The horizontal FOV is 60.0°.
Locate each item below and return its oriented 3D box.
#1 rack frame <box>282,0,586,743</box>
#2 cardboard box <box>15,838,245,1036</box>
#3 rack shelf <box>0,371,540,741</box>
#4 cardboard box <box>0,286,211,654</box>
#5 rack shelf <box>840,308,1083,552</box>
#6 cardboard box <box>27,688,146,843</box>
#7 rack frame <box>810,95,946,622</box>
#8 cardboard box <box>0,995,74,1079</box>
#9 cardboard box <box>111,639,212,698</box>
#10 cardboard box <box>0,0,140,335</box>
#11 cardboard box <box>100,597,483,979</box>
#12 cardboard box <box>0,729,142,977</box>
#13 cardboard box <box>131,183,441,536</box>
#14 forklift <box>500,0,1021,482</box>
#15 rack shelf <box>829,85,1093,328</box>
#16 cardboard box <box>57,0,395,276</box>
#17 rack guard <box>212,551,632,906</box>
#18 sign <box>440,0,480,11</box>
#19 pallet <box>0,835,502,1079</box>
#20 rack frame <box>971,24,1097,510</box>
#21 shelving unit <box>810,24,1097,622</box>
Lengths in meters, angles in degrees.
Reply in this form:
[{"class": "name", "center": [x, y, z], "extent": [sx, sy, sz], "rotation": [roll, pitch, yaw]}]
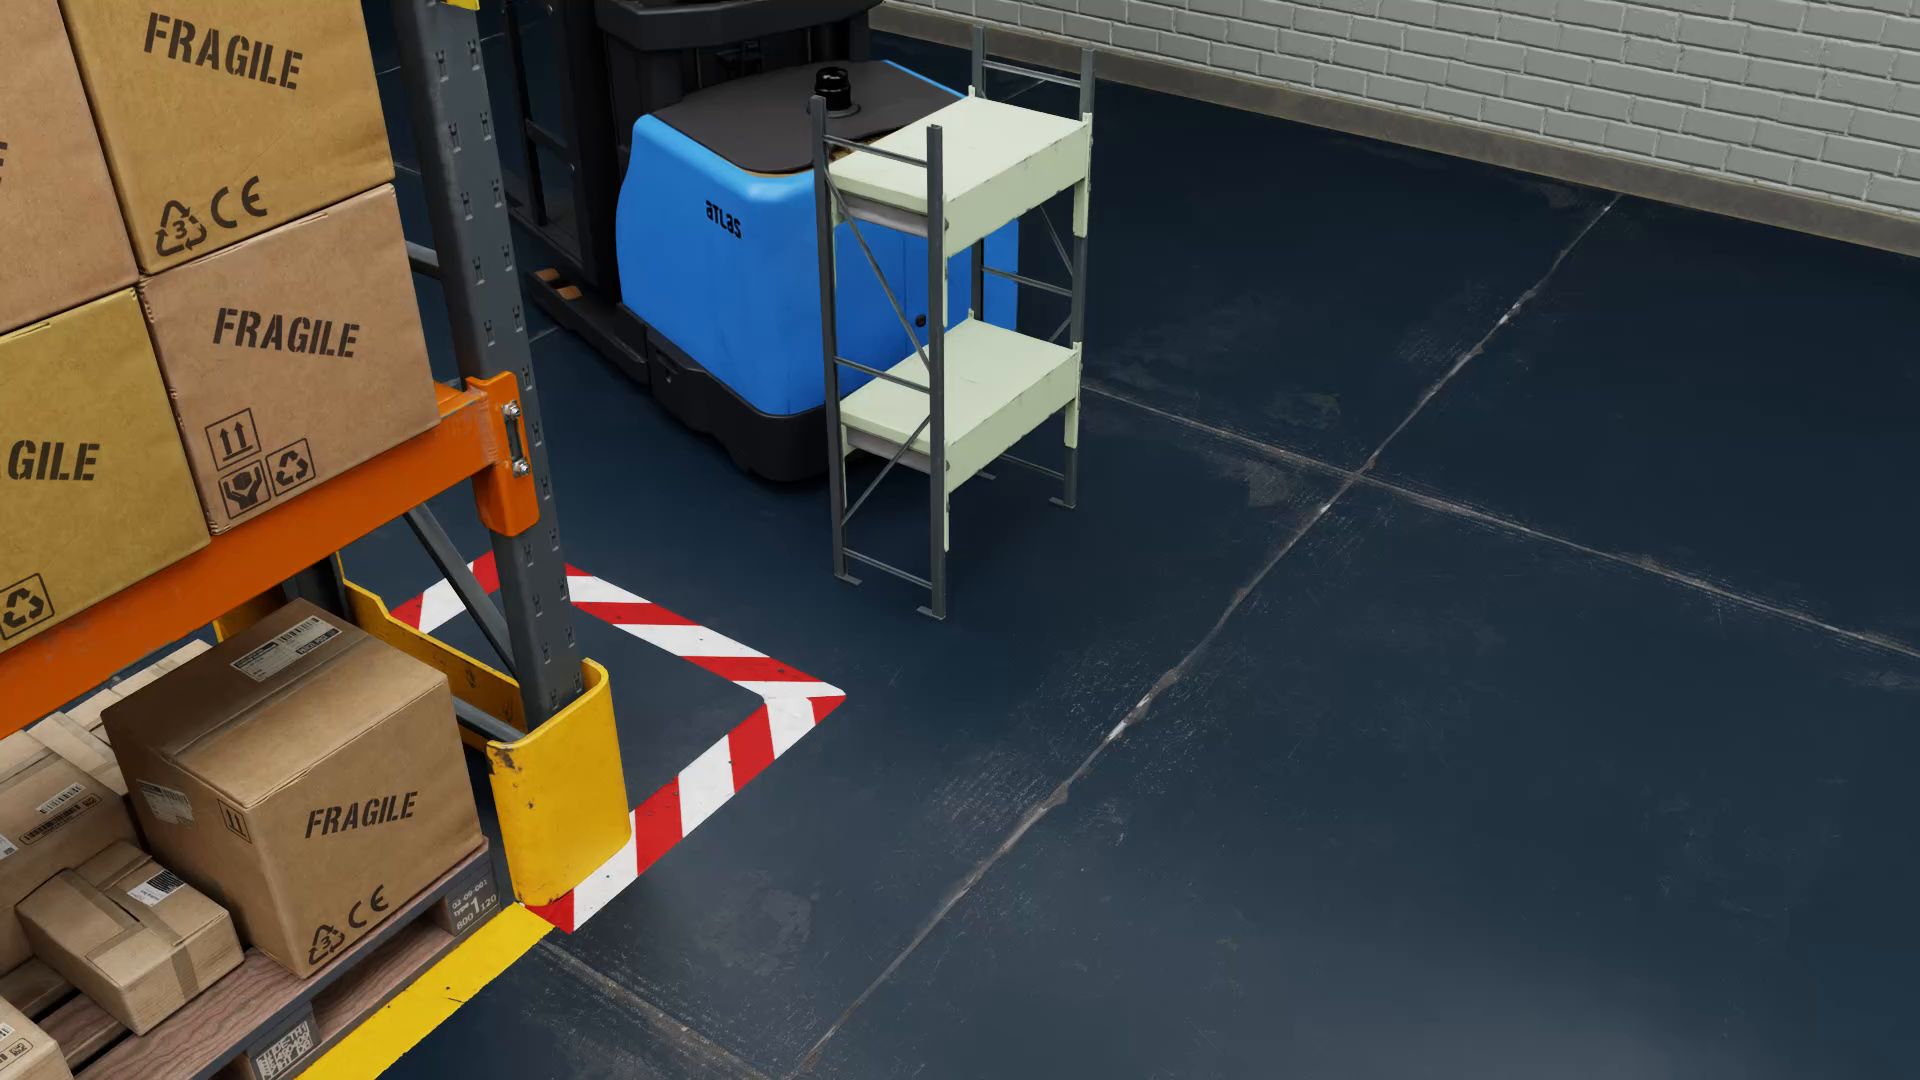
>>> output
[{"class": "rack frame", "center": [-1.331, -0.656, 3.542], "extent": [1.000, 3.000, 0.127], "rotation": [21, 39, 28]}, {"class": "cardboard box", "center": [-1.743, 0.822, 3.493], "extent": [0.380, 0.166, 0.250], "rotation": [21, 39, 28]}, {"class": "rack shelf", "center": [-2.471, 0.562, 2.383], "extent": [1.077, 0.370, 4.000], "rotation": [21, 39, 28]}, {"class": "cardboard box", "center": [-1.655, -0.165, 2.726], "extent": [0.500, 0.500, 0.500], "rotation": [22, 40, 29]}, {"class": "rack shelf", "center": [-0.004, -0.348, 5.008], "extent": [0.431, 0.370, 0.720], "rotation": [21, 39, 28]}, {"class": "cardboard box", "center": [-1.994, 0.533, 3.920], "extent": [0.380, 0.166, 0.250], "rotation": [21, 39, 28]}, {"class": "rack frame", "center": [-0.212, -0.450, 4.576], "extent": [0.400, 1.500, 0.023], "rotation": [21, 39, 28]}, {"class": "cardboard box", "center": [-2.005, 1.057, 3.071], "extent": [0.500, 0.250, 0.500], "rotation": [21, 39, 28]}, {"class": "cardboard box", "center": [-1.852, 0.426, 4.095], "extent": [0.380, 0.149, 0.250], "rotation": [21, 39, 28]}, {"class": "cardboard box", "center": [-1.646, -0.586, 2.457], "extent": [0.500, 0.500, 0.500], "rotation": [22, 40, 29]}, {"class": "cardboard box", "center": [-1.438, 0.526, 3.633], "extent": [0.500, 0.500, 0.500], "rotation": [21, 39, 28]}, {"class": "cardboard box", "center": [-2.159, 0.690, 3.613], "extent": [0.500, 0.250, 0.500], "rotation": [21, 39, 28]}, {"class": "cardboard box", "center": [-1.363, -0.404, 3.081], "extent": [0.500, 0.500, 0.500], "rotation": [23, 40, 30]}, {"class": "forklift", "center": [-1.060, -2.177, 5.853], "extent": [1.130, 2.935, 3.031], "rotation": [-22, 40, -29]}, {"class": "rack shelf", "center": [-0.004, -0.941, 4.607], "extent": [0.431, 0.370, 0.720], "rotation": [21, 39, 28]}, {"class": "cardboard box", "center": [-1.359, -0.819, 2.802], "extent": [0.500, 0.500, 0.500], "rotation": [21, 39, 28]}, {"class": "rack guard", "center": [-1.374, 0.414, 4.191], "extent": [1.175, 0.500, 0.348], "rotation": [21, 39, 28]}, {"class": "sign", "center": [-0.886, -1.080, 2.854], "extent": [0.100, 0.325, 0.005], "rotation": [21, 39, 28]}, {"class": "pallet", "center": [-1.828, 0.901, 3.729], "extent": [1.003, 0.211, 1.213], "rotation": [21, 39, 28]}, {"class": "rack frame", "center": [0.205, -0.787, 5.074], "extent": [0.400, 1.500, 0.023], "rotation": [21, 39, 28]}, {"class": "shelving unit", "center": [-0.004, -0.618, 4.825], "extent": [0.431, 1.500, 0.755], "rotation": [21, 39, 28]}]
